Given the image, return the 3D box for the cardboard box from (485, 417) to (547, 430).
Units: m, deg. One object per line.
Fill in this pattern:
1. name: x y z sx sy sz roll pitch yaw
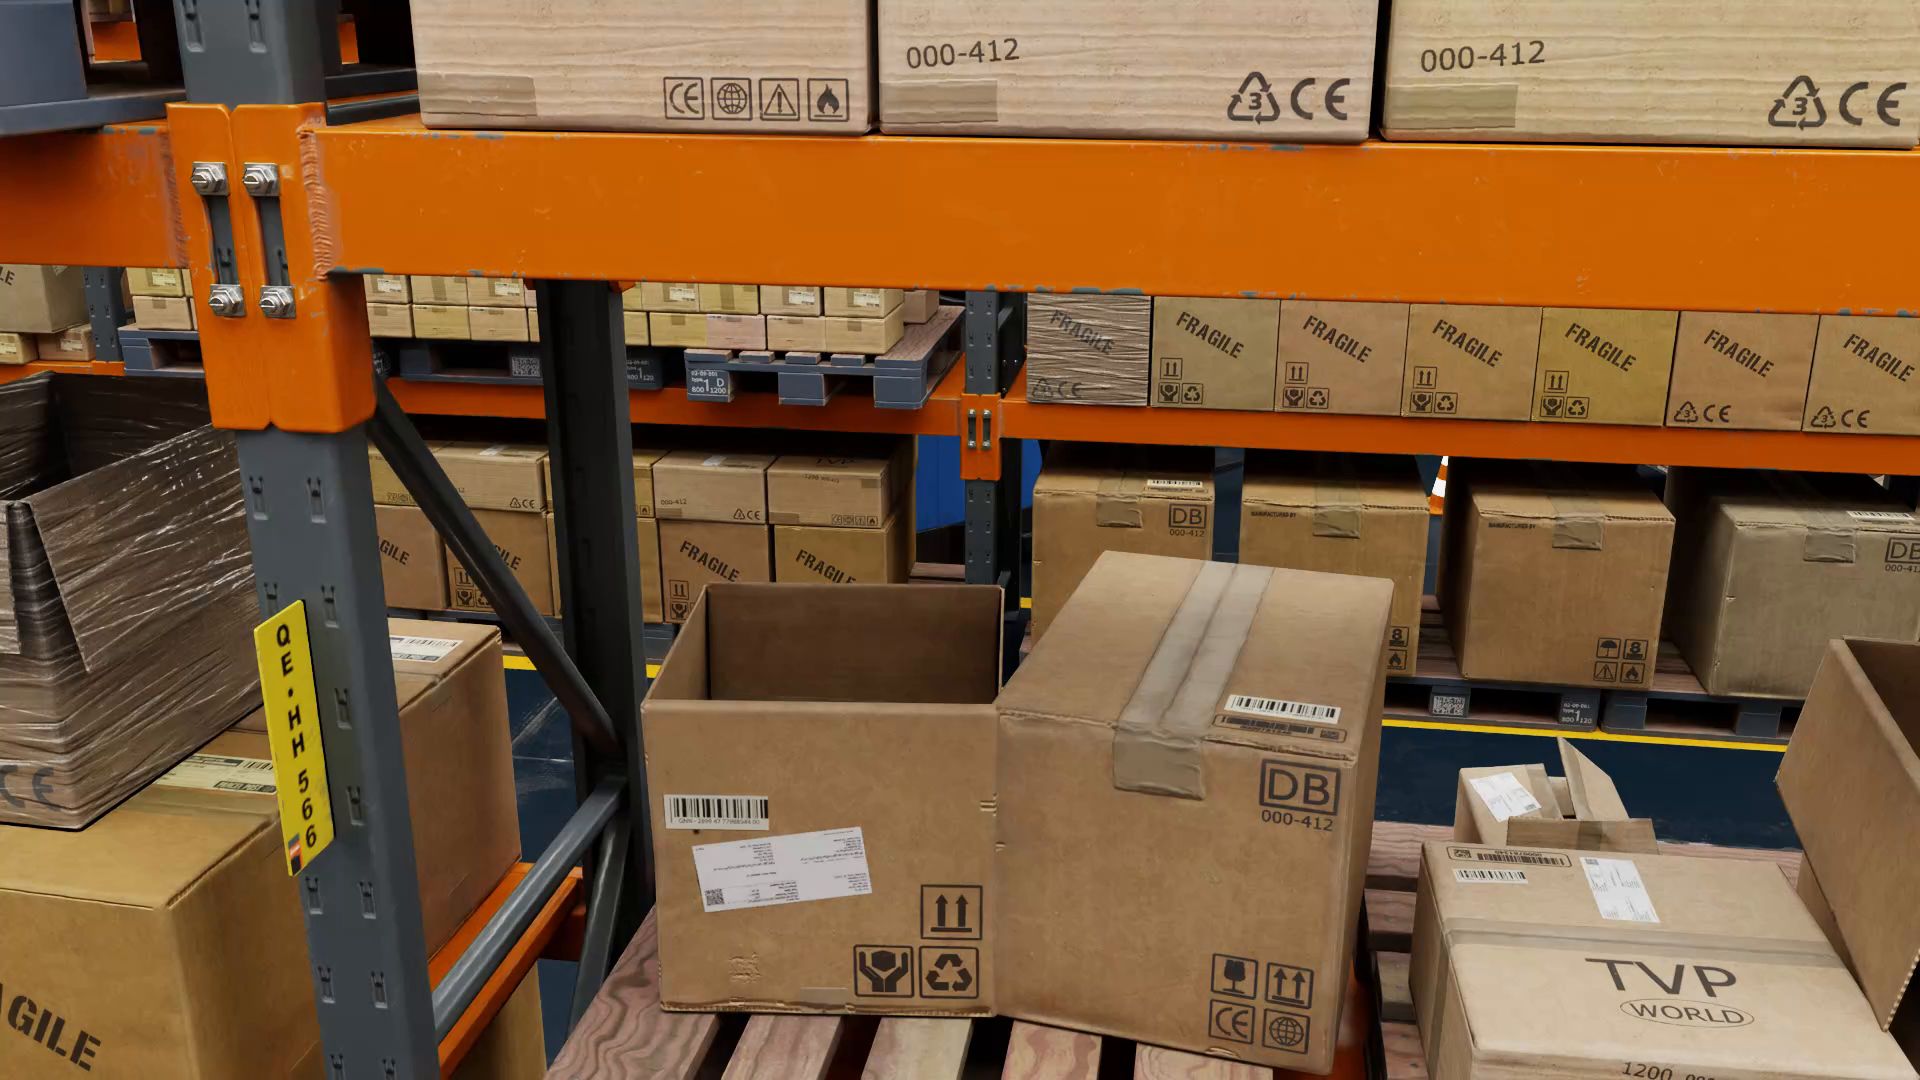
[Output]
1. cardboard box: -1.982 -0.491 8.140 0.500 0.250 0.500 2 19 6

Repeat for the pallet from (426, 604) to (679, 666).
1. pallet: -1.810 0.289 8.106 1.213 0.211 1.003 3 19 9

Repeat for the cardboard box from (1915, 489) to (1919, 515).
1. cardboard box: 5.686 -0.305 9.207 0.503 0.637 0.797 3 19 9

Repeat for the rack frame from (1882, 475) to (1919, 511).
1. rack frame: 4.112 -0.730 6.757 0.127 3.000 1.000 3 19 9

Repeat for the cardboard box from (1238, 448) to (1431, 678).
1. cardboard box: 1.613 0.038 7.345 0.750 0.750 1.050 3 19 9

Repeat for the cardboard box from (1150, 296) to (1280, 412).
1. cardboard box: 1.065 -0.847 6.949 0.500 0.500 0.500 3 19 8

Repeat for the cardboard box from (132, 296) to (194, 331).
1. cardboard box: -3.471 -1.049 7.444 0.250 0.149 0.380 2 19 6

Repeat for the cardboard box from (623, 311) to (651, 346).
1. cardboard box: -1.408 -0.945 7.133 0.250 0.149 0.380 2 19 6

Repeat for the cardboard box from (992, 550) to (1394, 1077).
1. cardboard box: 0.382 0.382 2.613 0.500 0.500 0.700 6 19 17

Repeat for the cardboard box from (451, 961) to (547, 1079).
1. cardboard box: -1.402 1.385 3.124 0.875 0.875 1.225 2 19 6

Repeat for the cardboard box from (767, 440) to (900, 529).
1. cardboard box: -0.555 -0.253 7.427 0.500 0.250 0.500 2 19 7

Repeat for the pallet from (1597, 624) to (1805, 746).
1. pallet: 3.338 0.577 7.245 1.213 0.211 1.003 3 19 9

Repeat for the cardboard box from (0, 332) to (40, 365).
1. cardboard box: -4.378 -0.933 7.761 0.250 0.149 0.380 2 19 7

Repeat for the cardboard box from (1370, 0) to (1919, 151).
1. cardboard box: 0.715 -0.582 1.823 0.500 0.250 0.500 3 19 10

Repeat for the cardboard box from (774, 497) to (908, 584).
1. cardboard box: -0.529 0.104 7.543 0.500 0.500 0.500 3 19 8

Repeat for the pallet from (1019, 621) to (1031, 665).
1. pallet: 0.929 0.454 7.612 1.213 0.211 1.003 3 19 9

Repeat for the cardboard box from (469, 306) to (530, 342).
1. cardboard box: -1.933 -0.971 7.212 0.250 0.149 0.380 2 19 6

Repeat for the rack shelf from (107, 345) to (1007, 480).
1. rack shelf: -1.813 -0.691 7.774 4.000 0.370 1.077 3 19 9

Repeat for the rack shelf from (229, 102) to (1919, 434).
1. rack shelf: 1.250 -0.363 2.067 4.000 0.370 1.077 3 19 9

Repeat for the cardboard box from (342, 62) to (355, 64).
1. cardboard box: -4.450 -3.505 12.295 0.250 0.149 0.380 3 19 8

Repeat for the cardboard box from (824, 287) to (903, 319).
1. cardboard box: -0.398 -1.035 6.933 0.250 0.149 0.380 3 19 10

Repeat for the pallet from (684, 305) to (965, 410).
1. pallet: -0.558 -0.843 7.397 1.003 0.211 1.213 3 19 9

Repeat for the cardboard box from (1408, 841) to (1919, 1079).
1. cardboard box: 0.894 0.646 2.220 0.500 0.250 0.500 2 19 7

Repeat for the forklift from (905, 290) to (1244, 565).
1. forklift: 0.502 -1.508 9.192 3.031 2.935 1.130 -13 23 -34

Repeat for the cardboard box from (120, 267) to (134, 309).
1. cardboard box: -4.236 -1.425 8.208 0.500 0.500 0.500 3 19 8

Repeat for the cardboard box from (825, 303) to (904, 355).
1. cardboard box: -0.398 -0.892 6.976 0.250 0.149 0.380 3 19 10

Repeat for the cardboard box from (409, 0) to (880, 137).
1. cardboard box: -0.301 -0.630 1.969 0.500 0.250 0.500 3 19 10

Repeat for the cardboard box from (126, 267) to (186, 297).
1. cardboard box: -3.471 -1.190 7.397 0.250 0.149 0.380 3 19 10

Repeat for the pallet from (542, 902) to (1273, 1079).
1. pallet: -0.004 0.711 2.753 1.003 0.211 1.213 3 19 9

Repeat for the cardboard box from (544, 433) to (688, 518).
1. cardboard box: -1.554 -0.305 7.584 0.500 0.250 0.500 3 19 10

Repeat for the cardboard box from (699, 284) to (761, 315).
1. cardboard box: -0.922 -1.060 7.009 0.250 0.149 0.380 3 19 10

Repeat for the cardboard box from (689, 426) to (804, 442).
1. cardboard box: -0.981 -0.437 7.977 0.500 0.250 0.500 3 19 8

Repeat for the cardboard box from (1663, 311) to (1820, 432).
1. cardboard box: 3.055 -0.745 6.646 0.500 0.500 0.500 3 19 8

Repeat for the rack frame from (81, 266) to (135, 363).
1. rack frame: -3.787 -1.133 7.961 0.127 3.000 1.000 3 19 9

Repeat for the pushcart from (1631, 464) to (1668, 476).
1. pushcart: 4.485 -0.325 9.681 0.936 0.377 1.648 -3 19 -10

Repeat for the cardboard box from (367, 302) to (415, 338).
1. cardboard box: -2.451 -0.997 7.290 0.250 0.149 0.380 2 19 6

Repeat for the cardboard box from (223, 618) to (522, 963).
1. cardboard box: -1.161 0.460 3.042 0.500 0.500 0.500 3 19 10

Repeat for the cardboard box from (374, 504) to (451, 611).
1. cardboard box: -2.577 0.000 7.853 0.500 0.500 0.500 4 19 11

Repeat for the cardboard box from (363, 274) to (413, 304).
1. cardboard box: -2.437 -1.139 7.244 0.250 0.149 0.380 4 19 11

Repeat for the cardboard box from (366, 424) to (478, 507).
1. cardboard box: -2.573 -0.356 7.735 0.500 0.250 0.500 3 19 10

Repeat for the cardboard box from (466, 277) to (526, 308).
1. cardboard box: -1.927 -1.112 7.163 0.250 0.149 0.380 3 19 8

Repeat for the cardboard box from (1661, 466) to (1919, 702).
1. cardboard box: 3.484 0.135 7.057 0.750 0.750 1.050 3 19 8

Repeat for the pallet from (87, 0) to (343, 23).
1. pallet: -3.195 -2.402 7.322 1.003 0.211 1.213 3 19 9

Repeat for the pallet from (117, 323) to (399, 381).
1. pallet: -3.056 -0.958 7.740 1.213 0.211 1.003 3 19 9

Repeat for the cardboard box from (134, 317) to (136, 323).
1. cardboard box: -4.015 -1.130 8.349 0.250 0.149 0.380 4 19 11

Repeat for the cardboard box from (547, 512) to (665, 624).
1. cardboard box: -1.566 0.055 7.689 0.500 0.500 0.500 2 19 6

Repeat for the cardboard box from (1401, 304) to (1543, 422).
1. cardboard box: 2.054 -0.795 6.796 0.500 0.500 0.500 3 19 8

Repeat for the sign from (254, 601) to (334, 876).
1. sign: -0.809 0.243 2.026 0.005 0.325 0.100 3 19 9

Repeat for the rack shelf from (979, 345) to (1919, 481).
1. rack shelf: 2.137 -0.489 7.172 4.000 0.370 1.077 3 19 9

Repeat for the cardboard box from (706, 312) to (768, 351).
1. cardboard box: -0.897 -0.918 7.053 0.250 0.149 0.380 3 19 10

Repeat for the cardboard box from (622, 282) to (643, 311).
1. cardboard box: -1.414 -1.086 7.086 0.250 0.149 0.380 3 19 8

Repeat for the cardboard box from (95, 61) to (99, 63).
1. cardboard box: -6.475 -3.623 12.649 0.250 0.149 0.380 3 19 10

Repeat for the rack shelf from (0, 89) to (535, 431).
1. rack shelf: -2.699 -0.564 2.669 4.000 0.370 1.077 3 19 9

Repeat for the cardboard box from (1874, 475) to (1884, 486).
1. cardboard box: 5.261 -0.276 9.709 0.396 0.266 0.258 -11 21 -29
